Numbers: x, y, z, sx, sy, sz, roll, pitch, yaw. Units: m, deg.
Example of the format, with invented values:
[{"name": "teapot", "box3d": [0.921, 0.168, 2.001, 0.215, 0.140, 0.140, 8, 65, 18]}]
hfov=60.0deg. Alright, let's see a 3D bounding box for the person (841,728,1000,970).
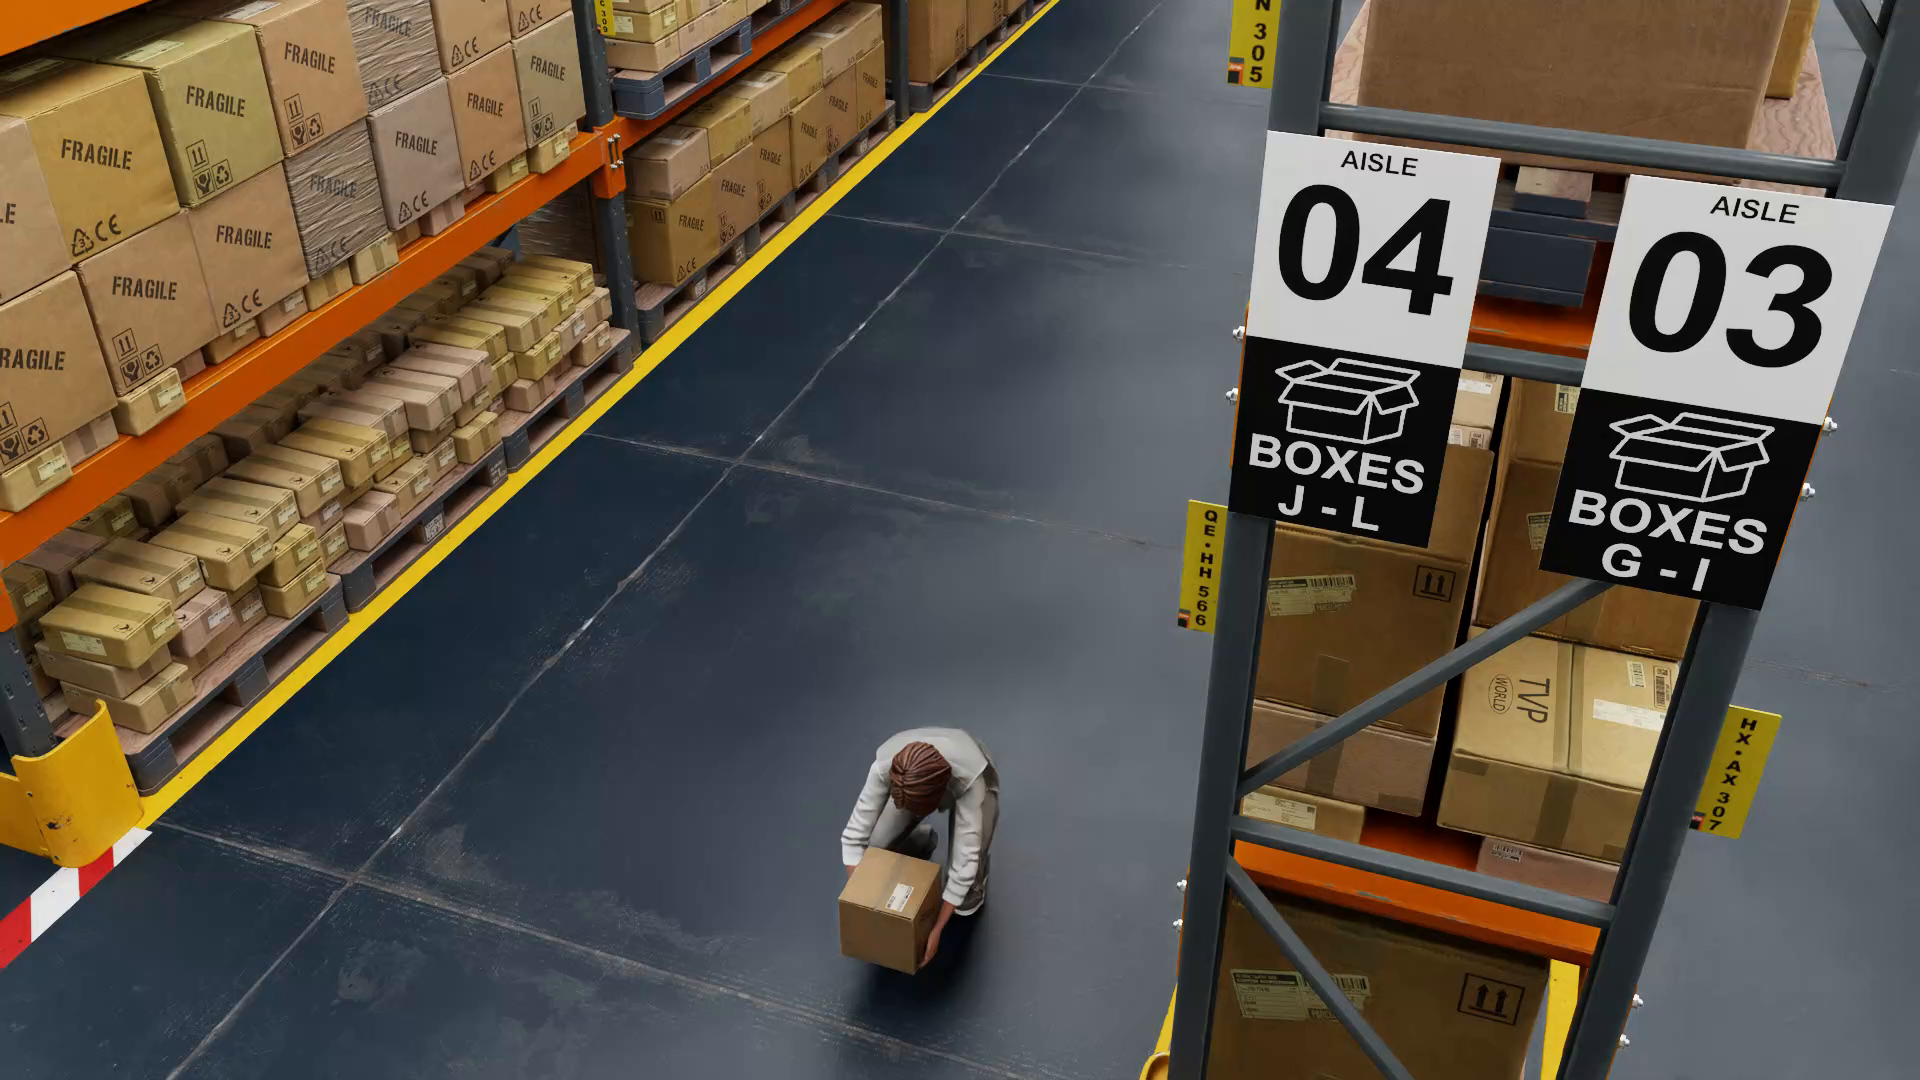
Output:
[{"name": "person", "box3d": [-0.101, 0.898, 5.448, 0.463, 0.891, 0.804, 11, 35, 16]}]
